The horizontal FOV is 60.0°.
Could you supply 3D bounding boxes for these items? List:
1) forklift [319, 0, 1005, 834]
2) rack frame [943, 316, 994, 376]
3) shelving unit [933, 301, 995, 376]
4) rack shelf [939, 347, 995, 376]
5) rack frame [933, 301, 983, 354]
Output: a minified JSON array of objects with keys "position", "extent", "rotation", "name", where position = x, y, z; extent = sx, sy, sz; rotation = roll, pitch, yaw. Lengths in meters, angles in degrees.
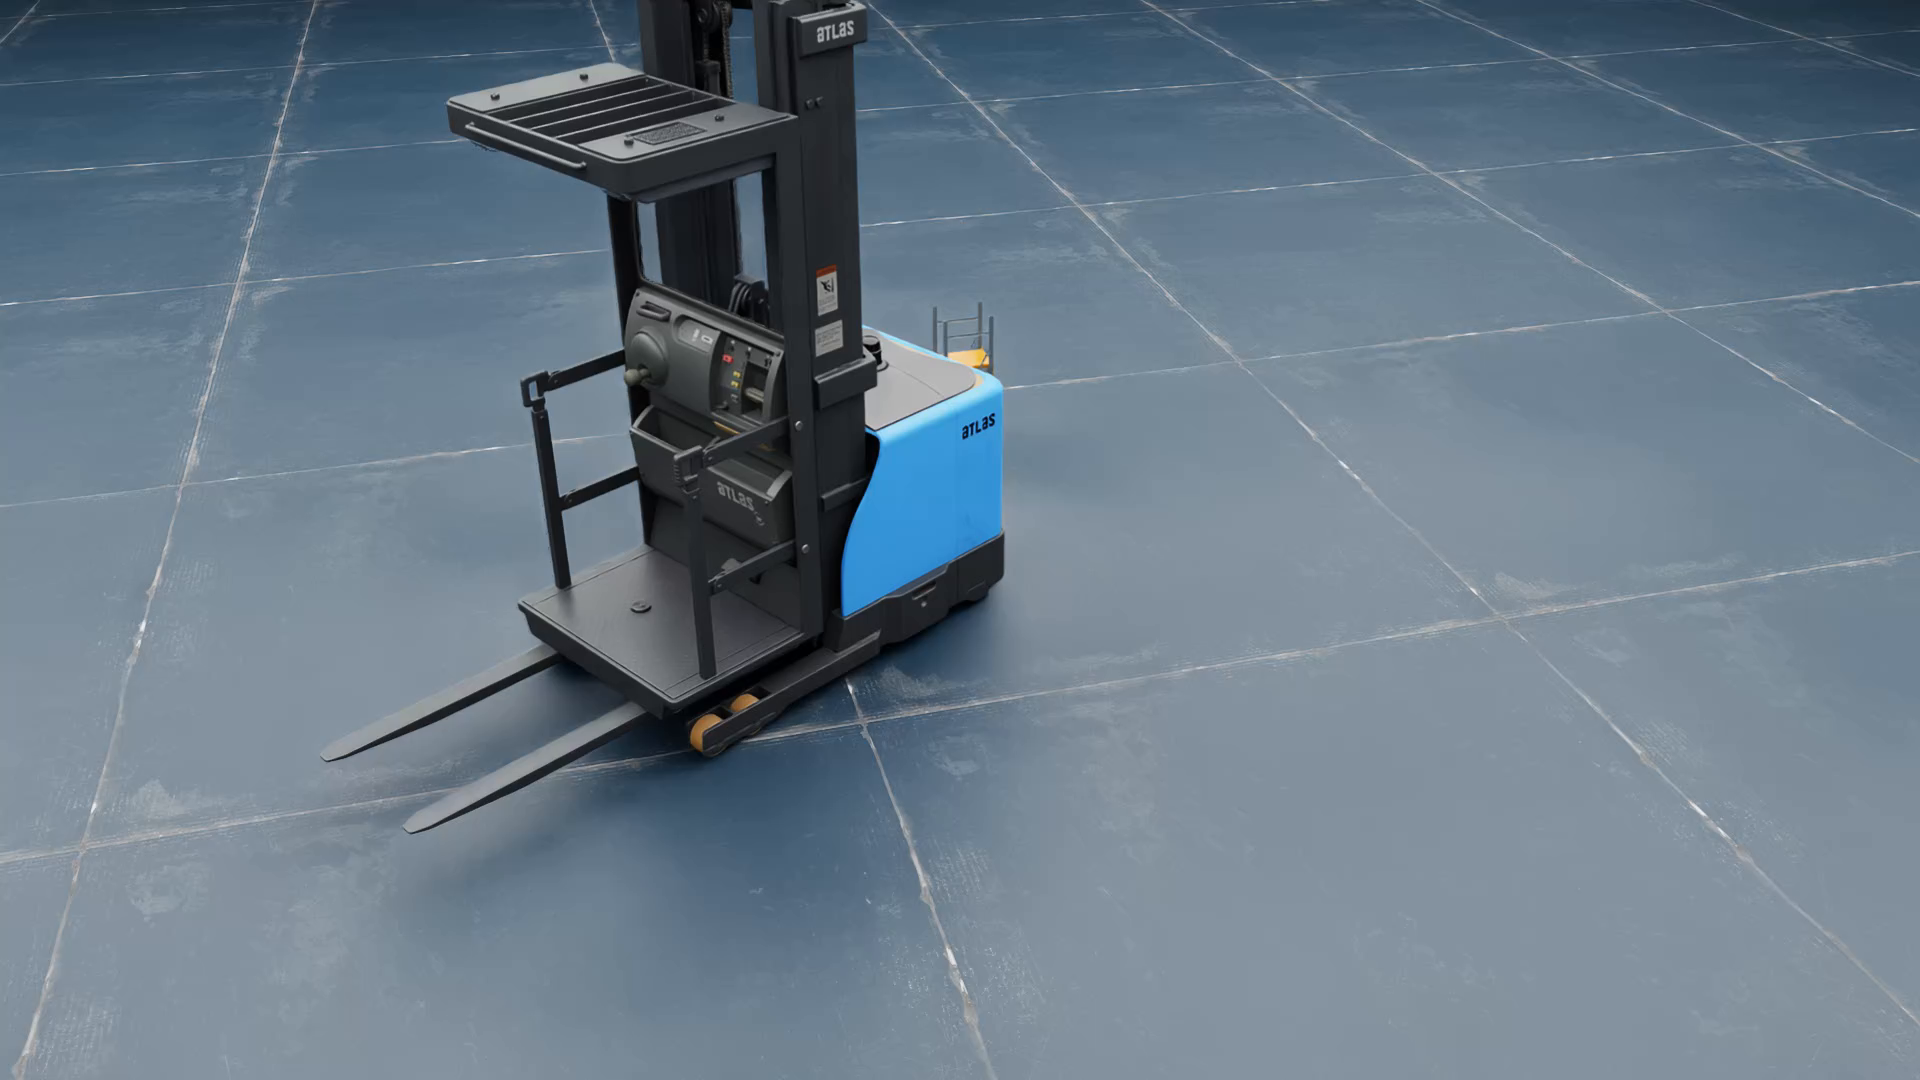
[{"position":[-1.174,-0.684,6.505],"extent":[1.130,2.935,3.031],"rotation":[26,39,37],"name":"forklift"},{"position":[0.040,-0.493,7.903],"extent":[0.240,1.200,0.006],"rotation":[-8,31,-14],"name":"rack frame"},{"position":[0.015,-0.537,7.979],"extent":[0.258,1.200,0.189],"rotation":[-8,31,-14],"name":"shelving unit"},{"position":[0.015,-0.811,7.821],"extent":[0.258,0.103,0.180],"rotation":[-8,31,-14],"name":"rack shelf"},{"position":[-0.011,-0.582,8.055],"extent":[0.240,1.200,0.006],"rotation":[-8,31,-14],"name":"rack frame"}]
